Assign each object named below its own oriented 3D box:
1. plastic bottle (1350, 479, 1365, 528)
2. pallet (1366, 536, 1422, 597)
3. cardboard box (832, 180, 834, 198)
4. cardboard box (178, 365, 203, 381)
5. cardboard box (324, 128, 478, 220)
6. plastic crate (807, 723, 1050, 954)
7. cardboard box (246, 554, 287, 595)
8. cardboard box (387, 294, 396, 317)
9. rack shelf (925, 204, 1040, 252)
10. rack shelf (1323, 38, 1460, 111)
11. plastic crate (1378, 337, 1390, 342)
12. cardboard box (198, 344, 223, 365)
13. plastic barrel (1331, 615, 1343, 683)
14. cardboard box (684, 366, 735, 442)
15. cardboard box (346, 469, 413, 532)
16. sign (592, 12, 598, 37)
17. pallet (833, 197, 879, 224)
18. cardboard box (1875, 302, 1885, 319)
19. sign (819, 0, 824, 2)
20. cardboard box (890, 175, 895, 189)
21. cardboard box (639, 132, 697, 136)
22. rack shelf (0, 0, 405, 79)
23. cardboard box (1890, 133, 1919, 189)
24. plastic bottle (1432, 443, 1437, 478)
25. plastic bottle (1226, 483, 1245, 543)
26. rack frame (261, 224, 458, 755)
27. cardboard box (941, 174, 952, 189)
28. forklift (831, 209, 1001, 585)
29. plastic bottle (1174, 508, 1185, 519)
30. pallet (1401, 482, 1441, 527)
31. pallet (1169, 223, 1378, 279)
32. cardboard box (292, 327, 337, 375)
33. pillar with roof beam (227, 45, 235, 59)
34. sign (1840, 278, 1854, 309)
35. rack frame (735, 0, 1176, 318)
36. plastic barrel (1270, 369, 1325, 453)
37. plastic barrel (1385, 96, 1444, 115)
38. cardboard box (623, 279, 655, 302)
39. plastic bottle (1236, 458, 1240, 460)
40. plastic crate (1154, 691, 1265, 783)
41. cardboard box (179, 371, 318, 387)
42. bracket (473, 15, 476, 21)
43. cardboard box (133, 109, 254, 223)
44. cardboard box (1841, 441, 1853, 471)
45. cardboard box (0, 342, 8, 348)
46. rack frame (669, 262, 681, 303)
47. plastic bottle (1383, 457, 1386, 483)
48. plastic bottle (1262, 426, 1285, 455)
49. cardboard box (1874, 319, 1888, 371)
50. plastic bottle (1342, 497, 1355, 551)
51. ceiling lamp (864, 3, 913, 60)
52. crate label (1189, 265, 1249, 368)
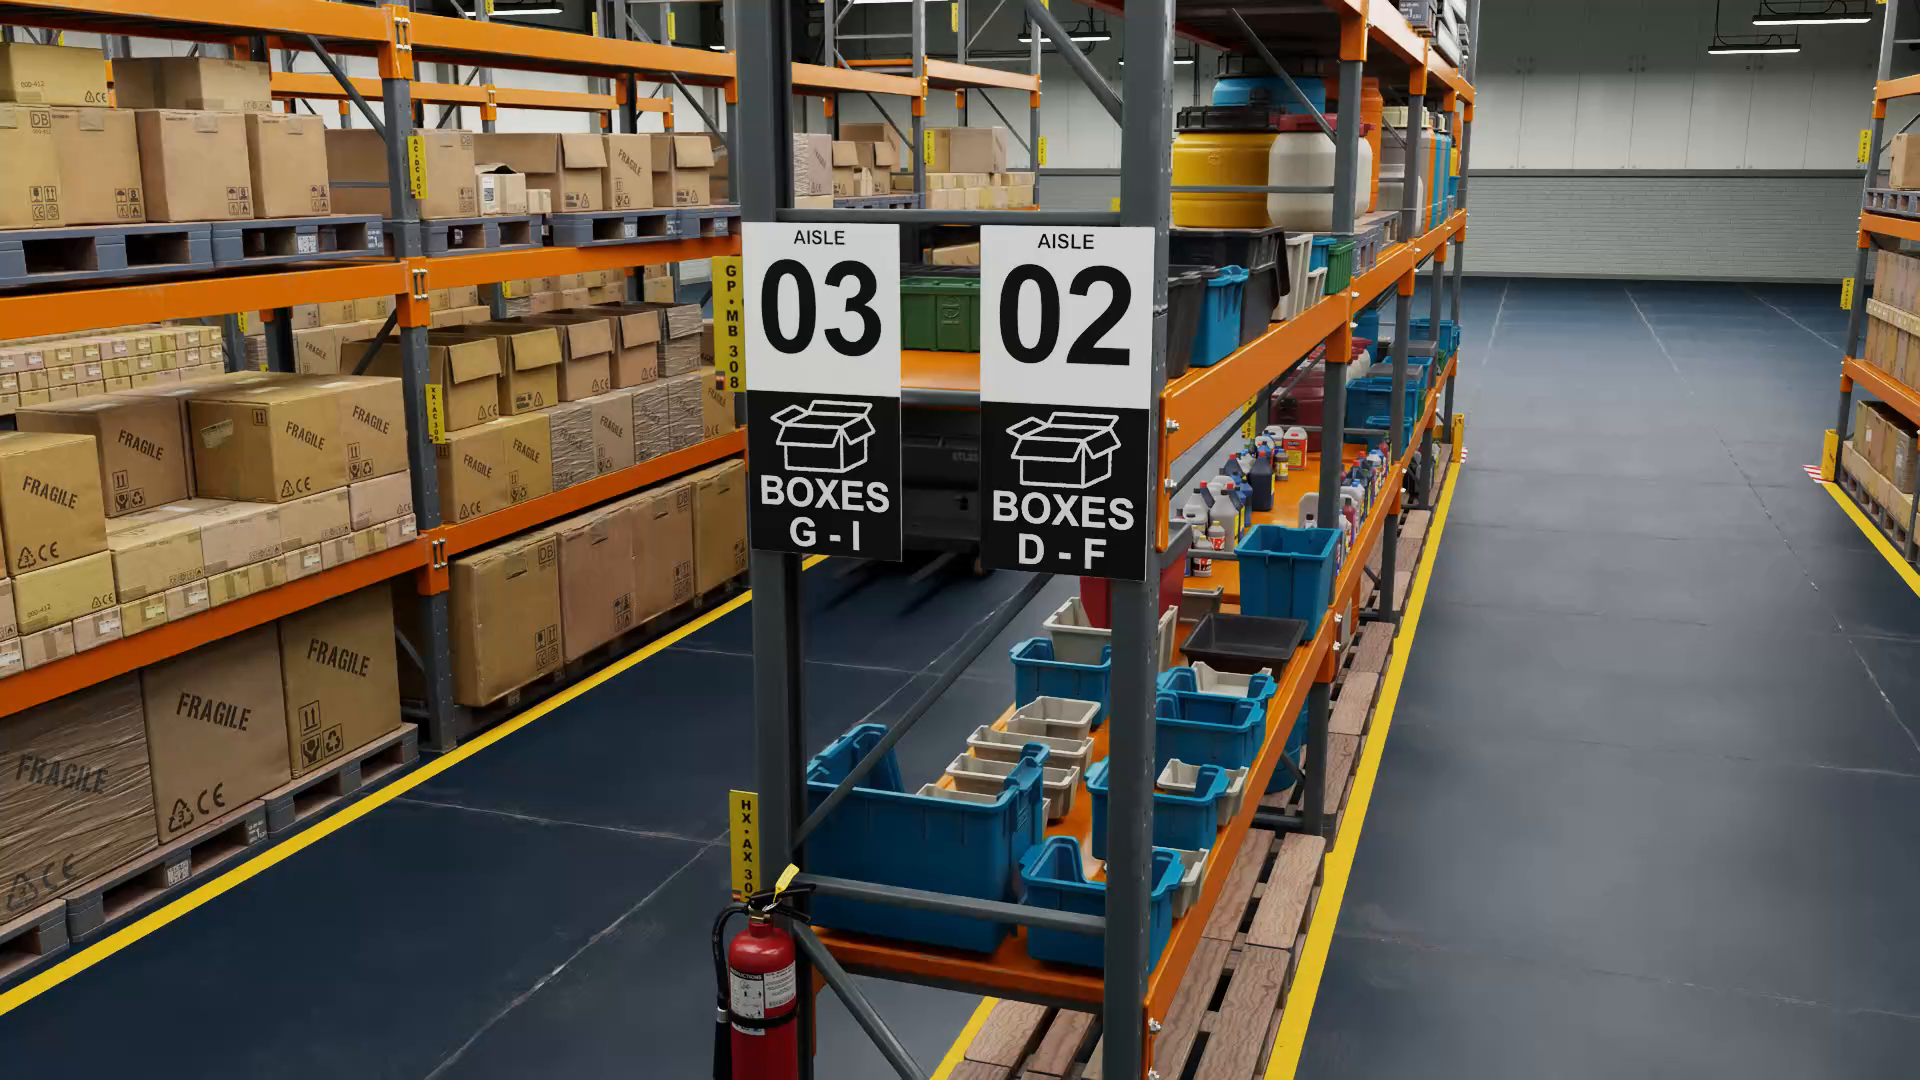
[{"bbox_3d":[2.250,-0.210,9.456,0.097,0.271,0.097,0,13,0],"label":"plastic bottle"},{"bbox_3d":[3.248,0.185,13.703,1.003,0.211,1.213,4,14,18],"label":"pallet"},{"bbox_3d":[-1.340,-3.108,14.705,0.380,0.166,0.250,4,13,17],"label":"cardboard box"},{"bbox_3d":[-6.590,-1.386,13.942,0.380,0.149,0.250,4,14,18],"label":"cardboard box"},{"bbox_3d":[-3.239,-2.111,9.588,0.700,0.500,0.500,5,14,20],"label":"cardboard box"},{"bbox_3d":[-0.093,0.796,4.546,0.616,0.435,0.499,4,14,18],"label":"plastic crate"},{"bbox_3d":[-3.538,0.154,8.135,0.380,0.149,0.250,5,14,19],"label":"cardboard box"},{"bbox_3d":[-5.972,-2.552,16.955,0.700,0.500,0.500,4,14,19],"label":"cardboard box"},{"bbox_3d":[-0.181,-3.490,18.412,1.077,0.370,4.000,4,14,18],"label":"rack shelf"},{"bbox_3d":[3.211,-3.558,12.871,1.077,0.370,4.000,4,14,18],"label":"rack shelf"},{"bbox_3d":[4.558,-2.149,18.254,0.298,0.136,0.250,4,14,18],"label":"plastic crate"},{"bbox_3d":[-6.512,-1.584,14.138,0.380,0.149,0.250,5,14,20],"label":"cardboard box"},{"bbox_3d":[2.056,0.555,10.292,0.600,0.588,0.708,4,14,18],"label":"plastic barrel"},{"bbox_3d":[-2.048,-1.042,12.587,0.500,0.500,0.500,5,14,20],"label":"cardboard box"},{"bbox_3d":[-3.311,-0.233,8.935,0.500,0.250,0.500,4,13,17],"label":"cardboard box"},{"bbox_3d":[-4.718,-6.676,21.561,0.100,0.325,0.005,4,14,18],"label":"sign"},{"bbox_3d":[-1.462,-2.987,15.015,1.213,0.211,1.003,4,14,18],"label":"pallet"},{"bbox_3d":[9.343,-2.275,16.531,0.380,0.149,0.250,4,14,19],"label":"cardboard box"},{"bbox_3d":[-1.336,-5.419,16.229,0.100,0.325,0.005,4,14,18],"label":"sign"},{"bbox_3d":[-0.824,-3.680,17.068,0.380,0.149,0.250,5,14,19],"label":"cardboard box"},{"bbox_3d":[-2.205,-2.988,13.250,0.500,0.500,0.500,5,14,20],"label":"cardboard box"},{"bbox_3d":[-4.064,-2.231,7.053,1.077,0.370,4.000,4,14,18],"label":"rack shelf"},{"bbox_3d":[9.042,-3.539,15.530,0.500,0.500,0.500,4,14,18],"label":"cardboard box"},{"bbox_3d":[4.711,-0.793,16.684,0.144,0.351,0.185,4,14,18],"label":"plastic bottle"},{"bbox_3d":[1.454,-0.138,8.960,0.144,0.351,0.185,4,14,18],"label":"plastic bottle"},{"bbox_3d":[-3.417,-0.273,9.441,1.000,3.000,0.127,4,14,18],"label":"rack frame"},{"bbox_3d":[-0.302,-3.704,17.174,0.380,0.149,0.250,4,14,19],"label":"cardboard box"},{"bbox_3d":[-0.214,-1.224,13.763,1.130,2.935,3.031,4,13,17],"label":"forklift"},{"bbox_3d":[1.123,-0.017,8.585,0.061,0.283,0.133,4,14,18],"label":"plastic bottle"},{"bbox_3d":[4.115,-0.379,16.175,1.003,0.211,1.213,4,14,18],"label":"pallet"},{"bbox_3d":[1.431,-1.458,8.320,1.213,0.211,1.003,4,14,18],"label":"pallet"},{"bbox_3d":[-6.220,-1.724,15.577,0.500,0.500,0.500,4,14,18],"label":"cardboard box"},{"bbox_3d":[-8.672,-7.666,28.351,9.100,9.000,0.548,4,14,18],"label":"pillar with roof beam"},{"bbox_3d":[9.315,-2.587,17.458,0.100,0.325,0.005,4,14,18],"label":"sign"},{"bbox_3d":[-0.024,-1.999,3.521,1.000,3.000,0.127,4,14,18],"label":"rack frame"},{"bbox_3d":[2.427,-0.944,12.077,0.600,0.536,0.708,4,14,18],"label":"plastic barrel"},{"bbox_3d":[4.282,-3.714,15.707,0.600,0.901,0.708,4,14,18],"label":"plastic barrel"},{"bbox_3d":[-4.429,-3.052,21.281,0.875,0.550,0.550,4,14,18],"label":"cardboard box"},{"bbox_3d":[1.681,-0.362,10.122,0.097,0.271,0.097,0,13,0],"label":"plastic bottle"},{"bbox_3d":[0.793,0.673,5.539,0.416,0.233,0.300,4,14,18],"label":"plastic crate"},{"bbox_3d":[-3.814,-0.628,8.980,0.500,0.500,0.500,4,14,18],"label":"cardboard box"},{"bbox_3d":[-10.334,-11.056,35.114,0.235,0.232,0.430,4,14,18],"label":"bracket"},{"bbox_3d":[-3.791,-1.755,7.803,0.700,0.500,0.500,5,14,21],"label":"cardboard box"},{"bbox_3d":[9.454,-0.852,17.217,0.500,0.250,0.500,4,14,18],"label":"cardboard box"},{"bbox_3d":[-7.624,-1.453,12.897,0.380,0.149,0.250,4,14,18],"label":"cardboard box"},{"bbox_3d":[-4.195,-3.178,22.169,1.000,3.000,0.127,4,14,18],"label":"rack frame"},{"bbox_3d":[2.708,-0.474,10.770,0.097,0.201,0.097,0,13,0],"label":"plastic bottle"},{"bbox_3d":[2.118,-0.630,11.285,0.152,0.276,0.135,4,14,18],"label":"plastic bottle"},{"bbox_3d":[9.510,-1.926,16.459,0.700,0.500,0.500,5,14,20],"label":"cardboard box"},{"bbox_3d":[2.079,-0.093,8.915,0.061,0.283,0.133,4,14,18],"label":"plastic bottle"},{"bbox_3d":[-1.737,-14.719,46.136,2.000,3.185,0.800,4,14,18],"label":"ceiling lamp"},{"bbox_3d":[0.580,-0.635,4.621,0.408,0.251,0.502,4,14,18],"label":"crate label"}]
